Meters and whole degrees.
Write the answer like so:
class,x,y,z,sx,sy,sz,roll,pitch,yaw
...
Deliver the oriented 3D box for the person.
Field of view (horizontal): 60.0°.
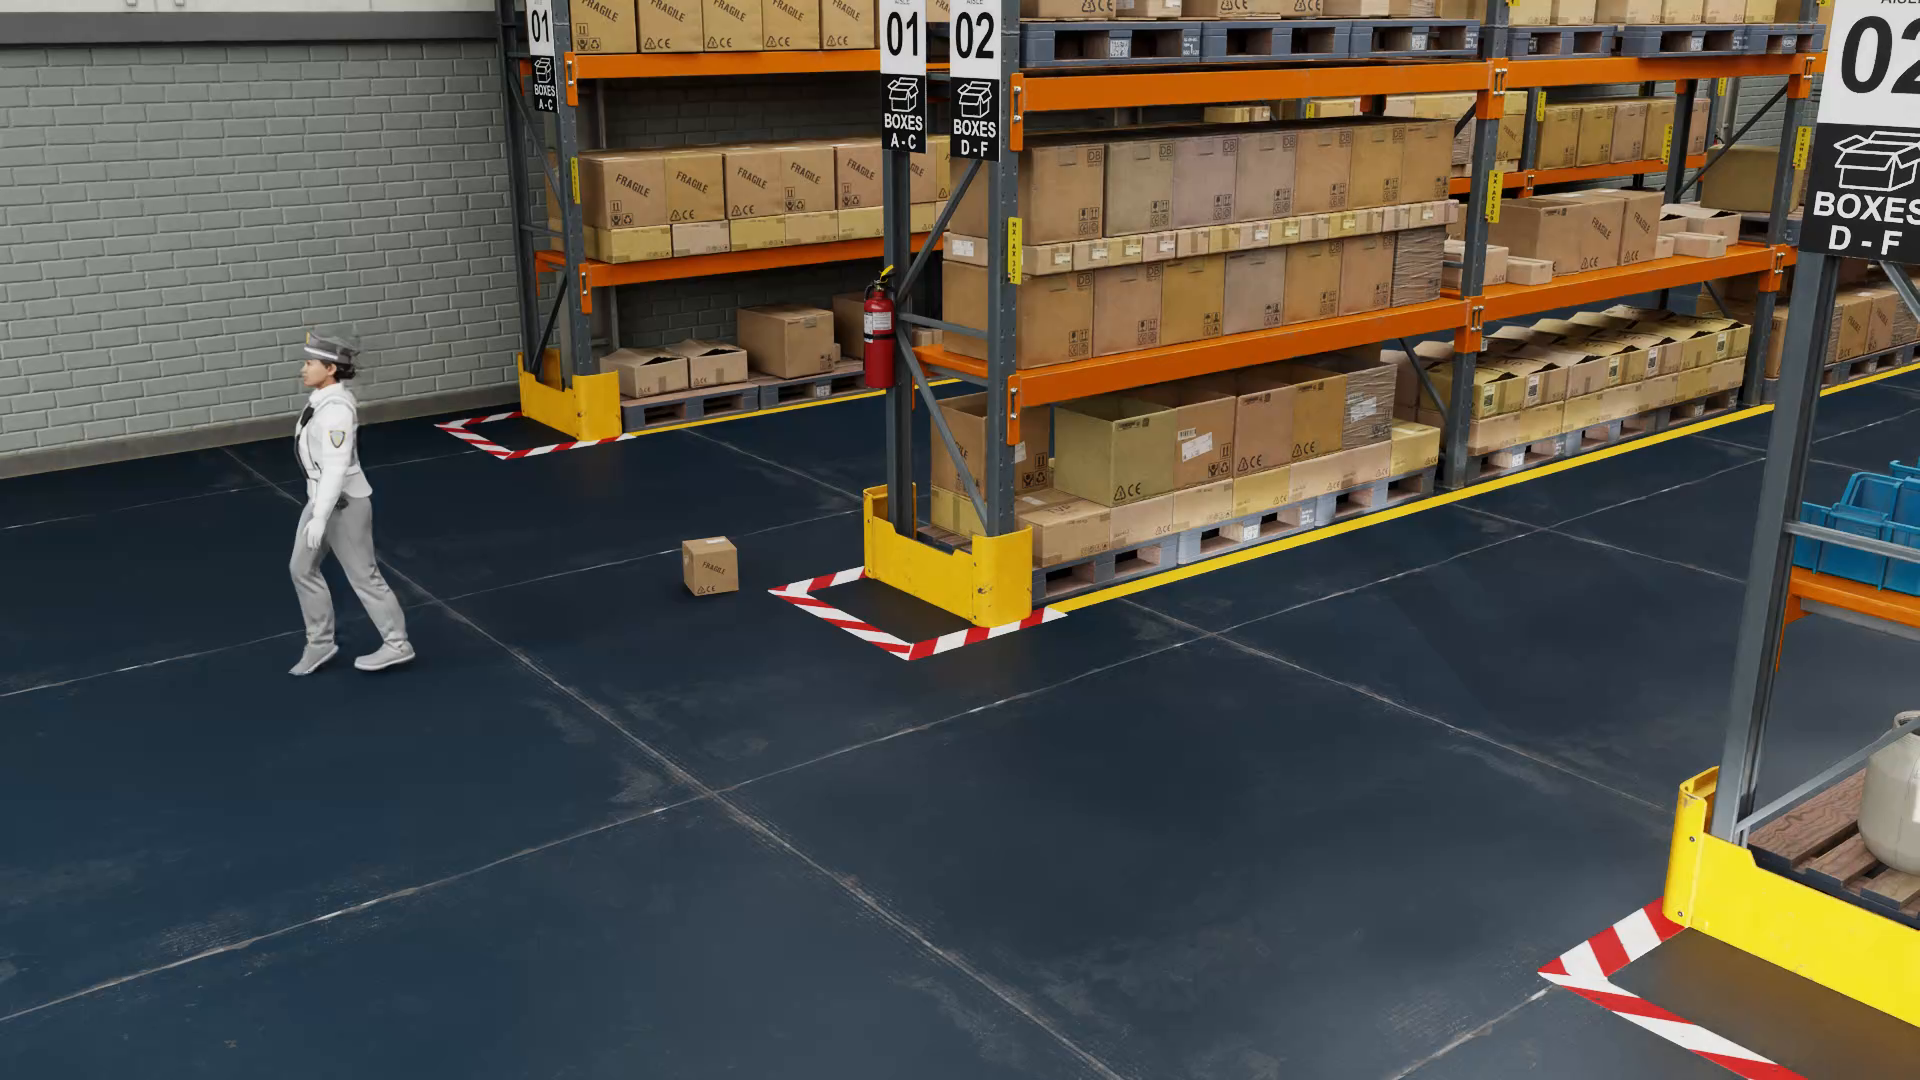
class,x,y,z,sx,sy,sz,roll,pitch,yaw
person,-2.997,-0.133,7.960,0.588,1.754,0.523,-8,20,-24
